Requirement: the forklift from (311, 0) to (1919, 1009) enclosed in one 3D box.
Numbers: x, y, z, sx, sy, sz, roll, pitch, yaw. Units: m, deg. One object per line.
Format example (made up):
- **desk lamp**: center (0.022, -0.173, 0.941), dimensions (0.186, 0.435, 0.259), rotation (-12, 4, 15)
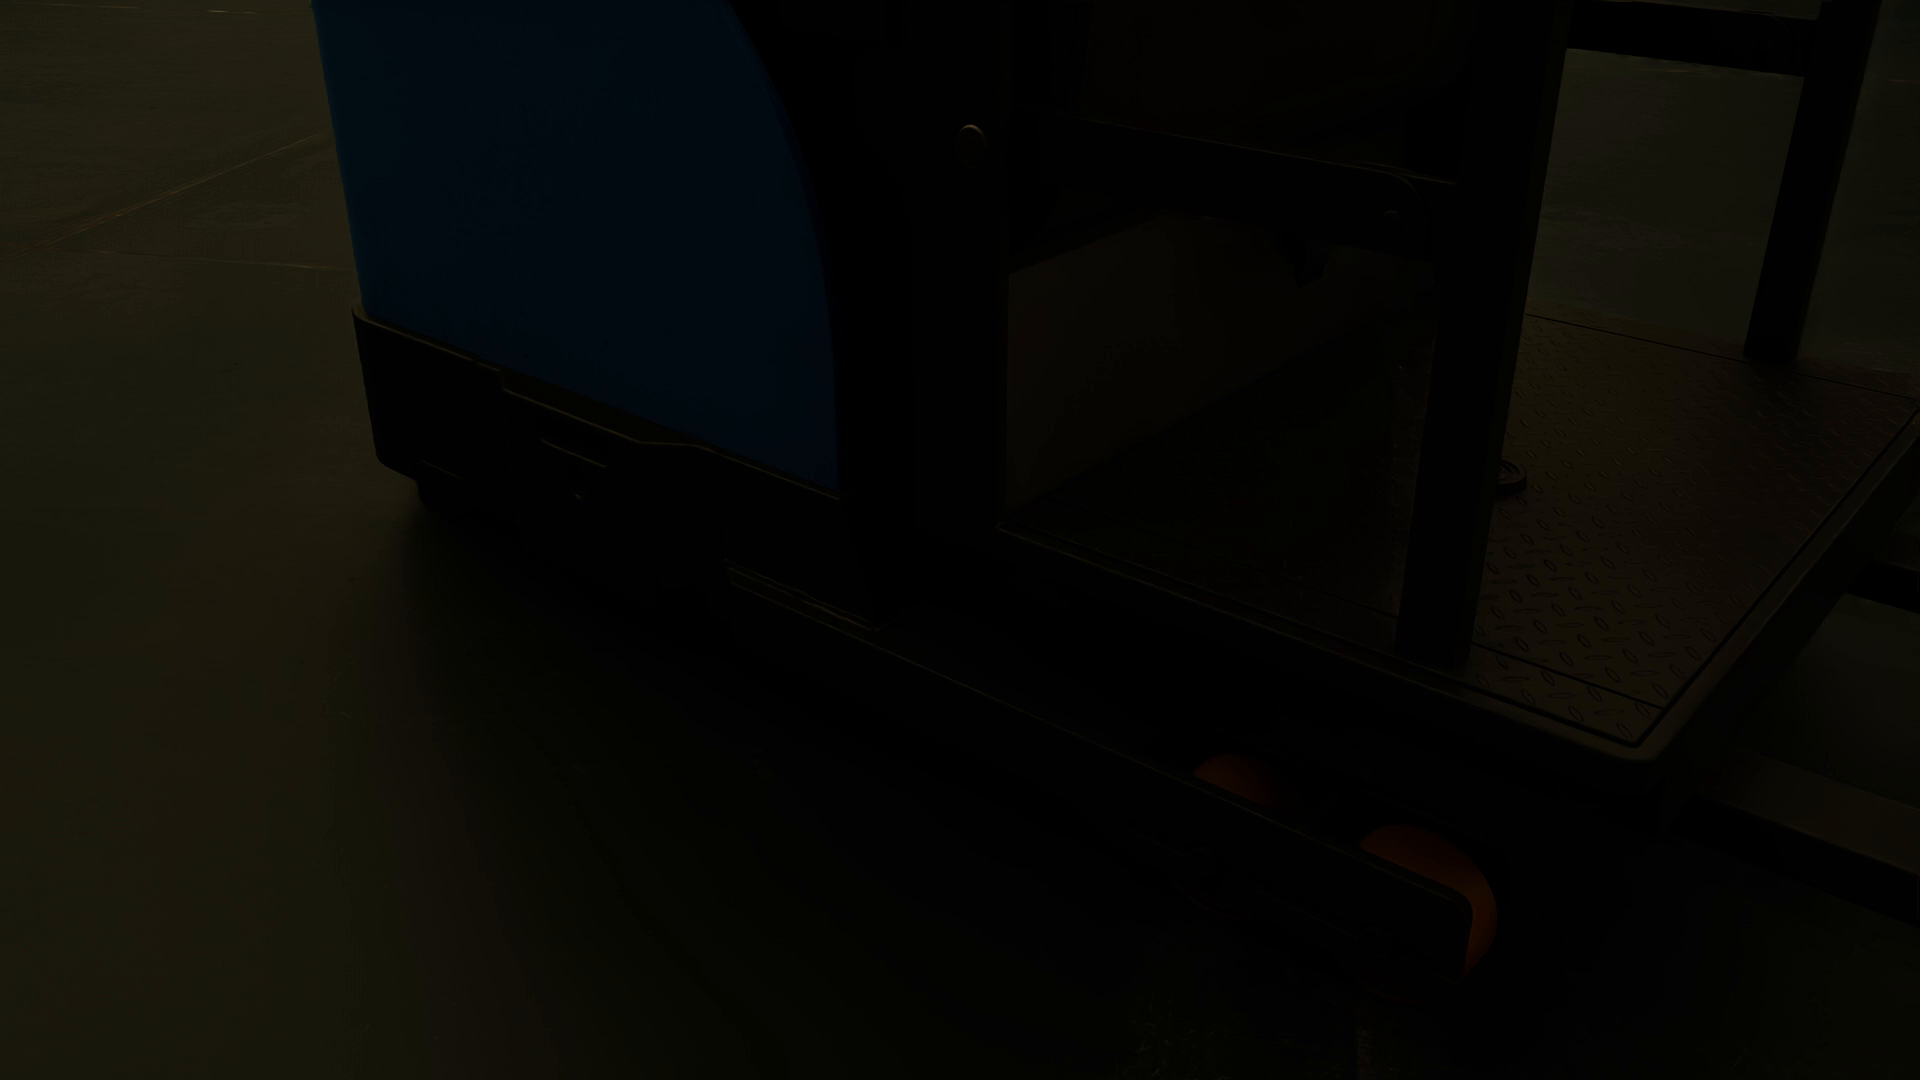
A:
- **forklift**: center (0.536, -1.130, 1.487), dimensions (3.031, 2.935, 1.130), rotation (21, 33, 35)
